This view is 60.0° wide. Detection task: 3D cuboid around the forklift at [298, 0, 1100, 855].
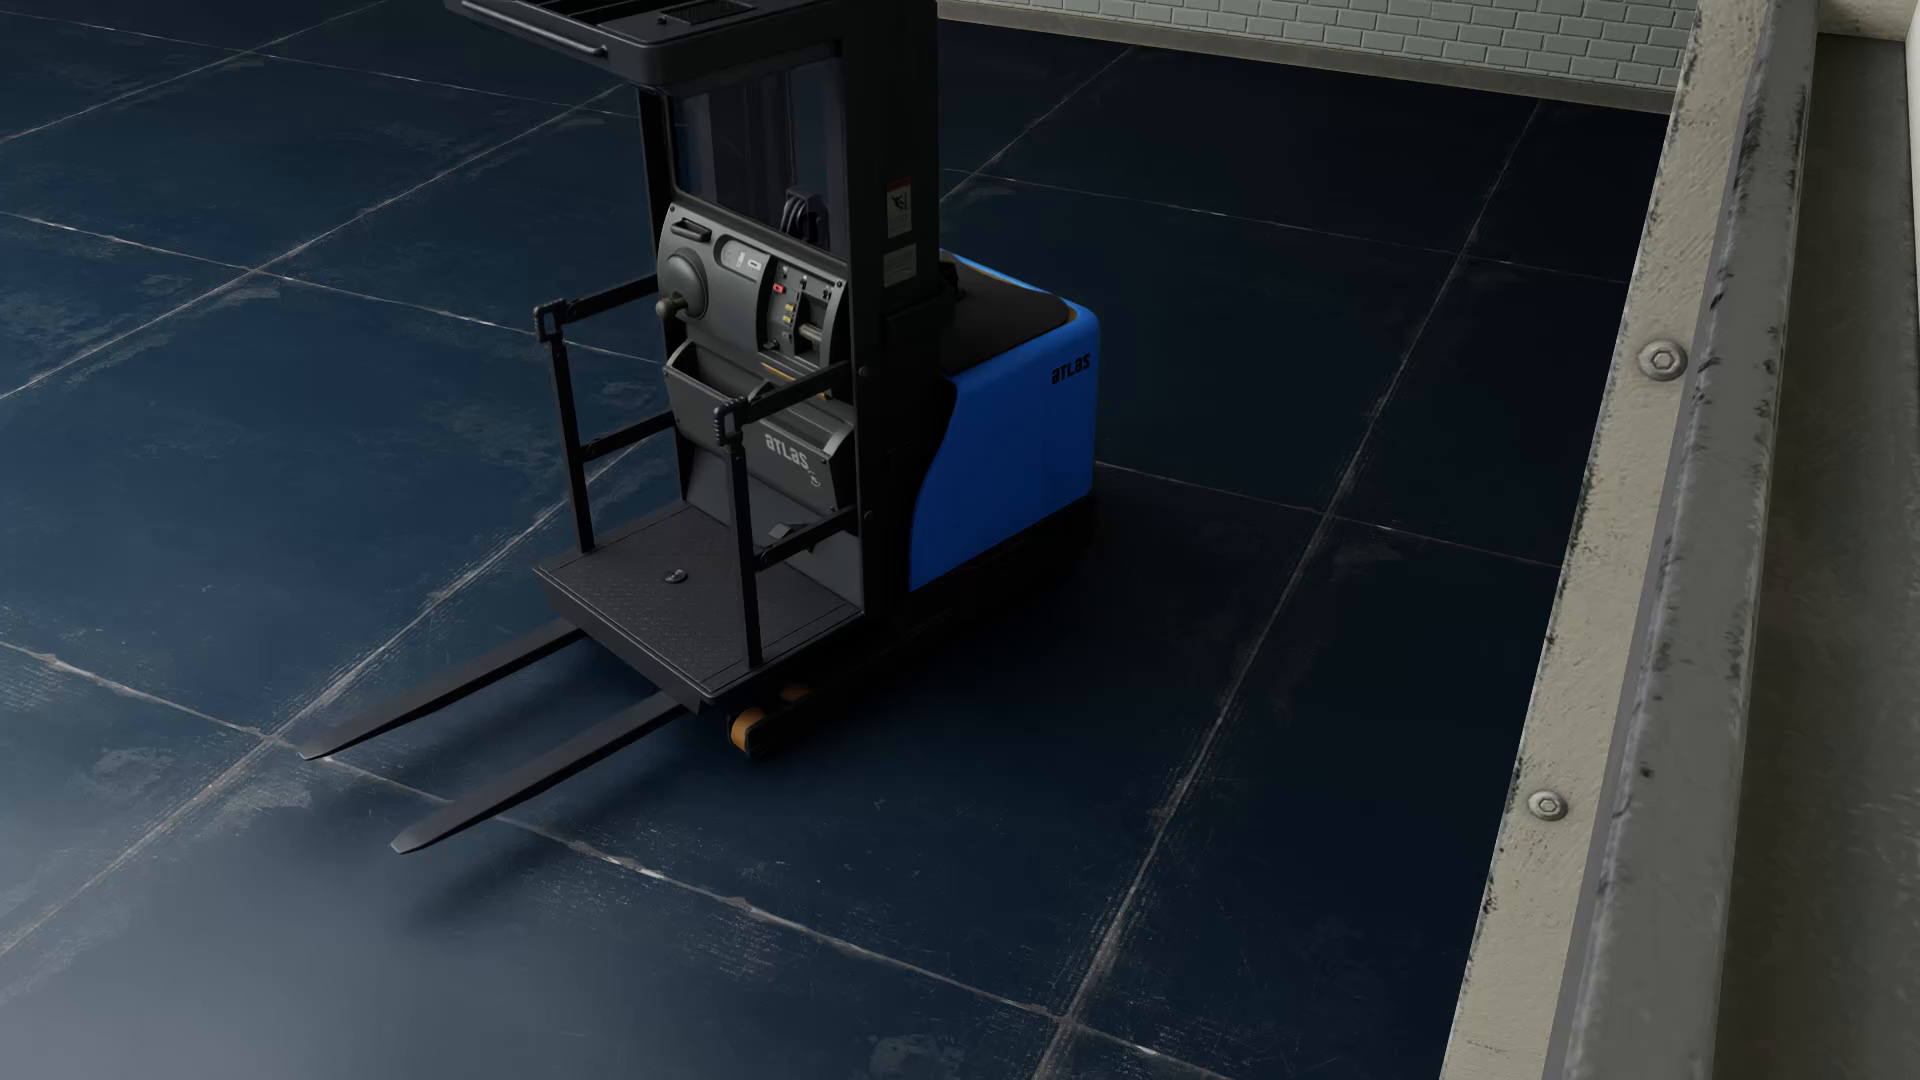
[{"bbox_3d":[-0.858,-0.801,5.448,3.031,2.935,1.130,-28,43,-36],"label":"forklift"}]
